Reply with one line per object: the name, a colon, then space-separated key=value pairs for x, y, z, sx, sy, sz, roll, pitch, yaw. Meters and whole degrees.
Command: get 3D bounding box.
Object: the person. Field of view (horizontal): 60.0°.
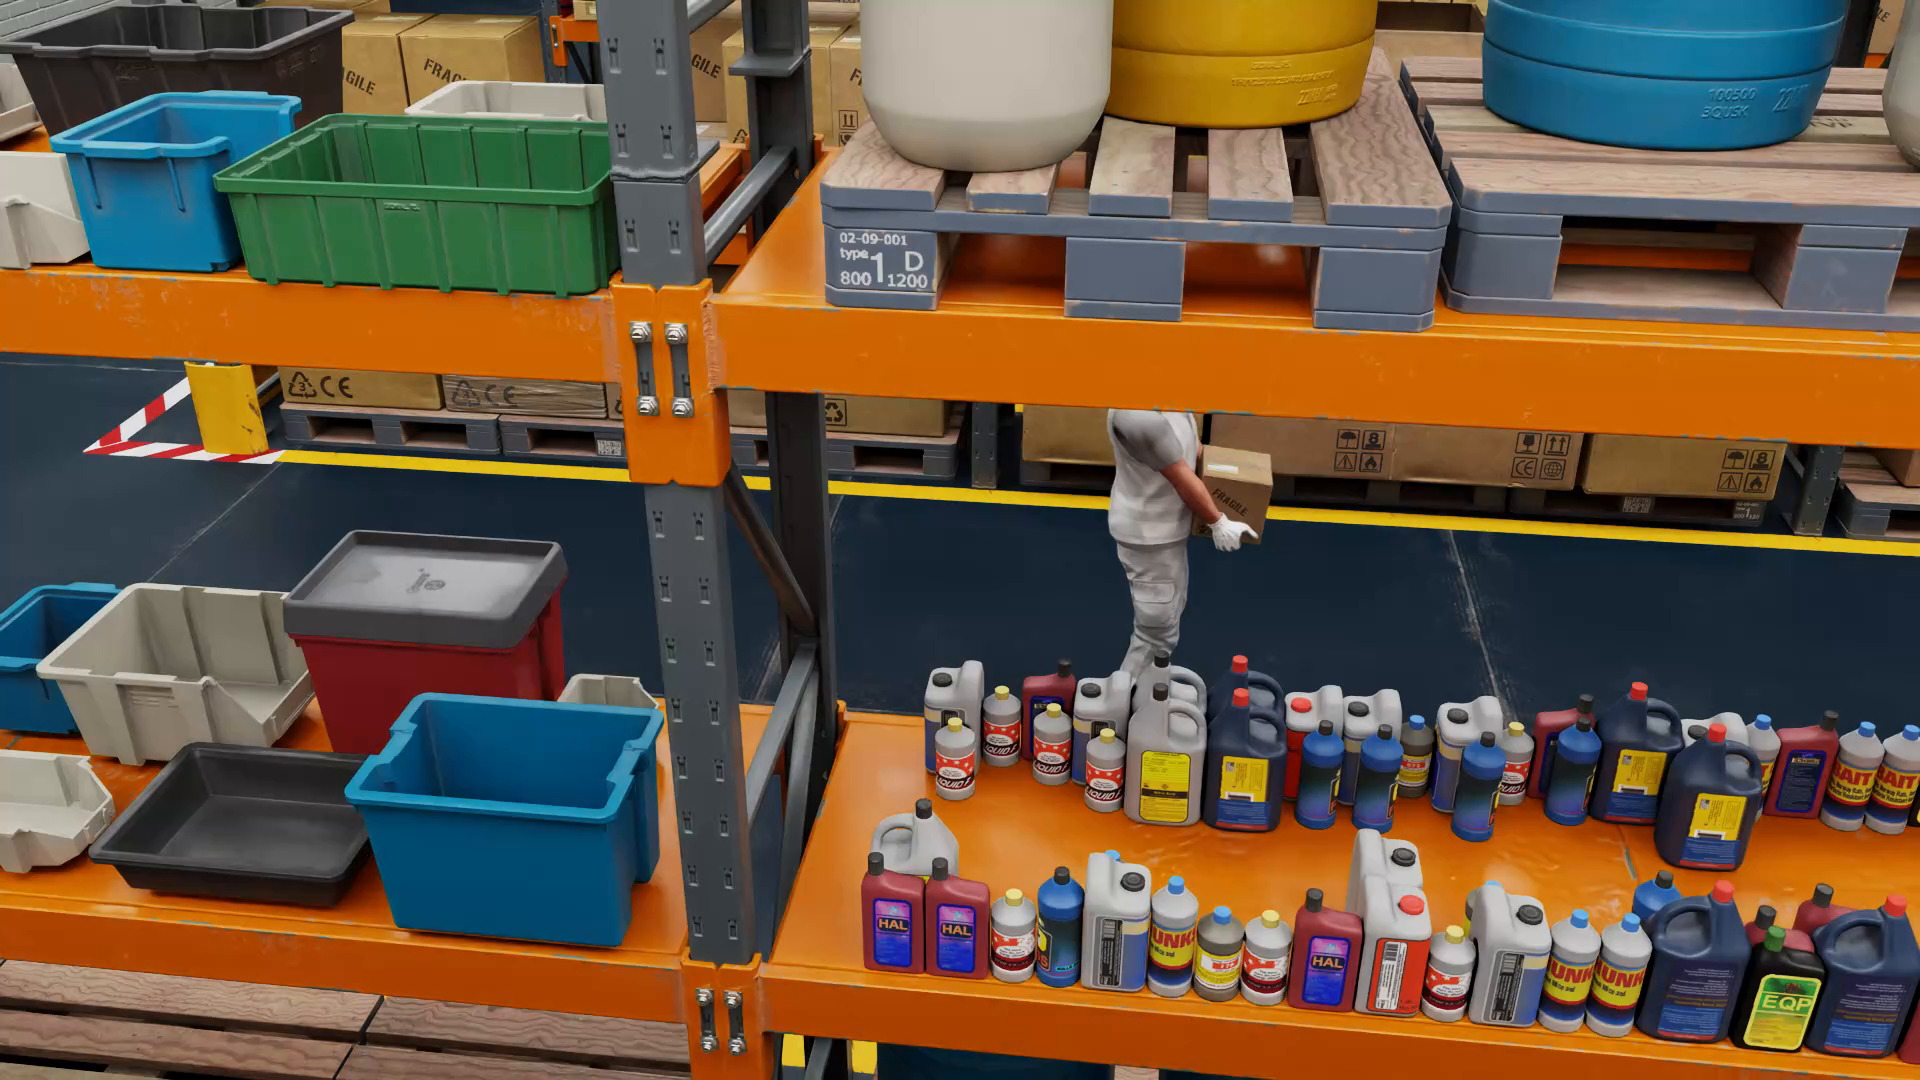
person: x=0.810 y=-0.033 z=6.167 sx=0.564 sy=1.782 sz=0.494 roll=3 pitch=28 yaw=6
